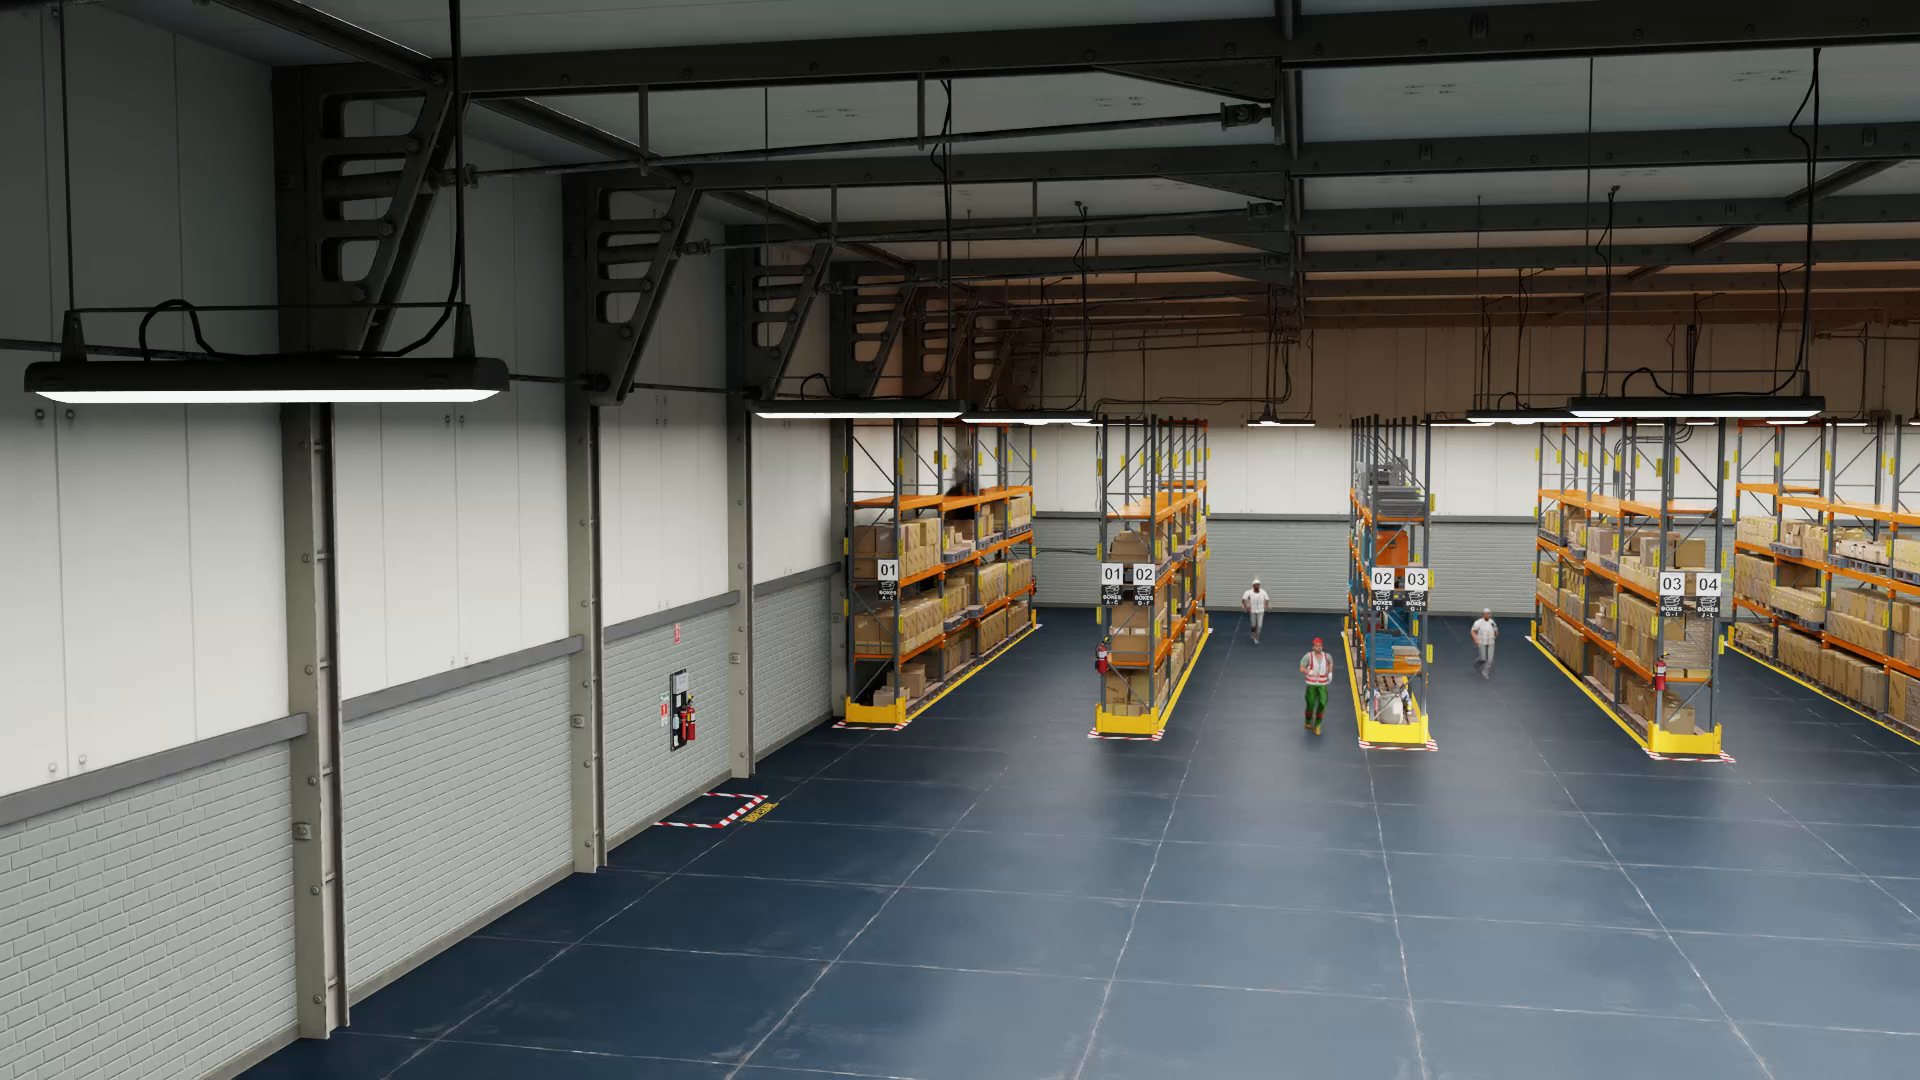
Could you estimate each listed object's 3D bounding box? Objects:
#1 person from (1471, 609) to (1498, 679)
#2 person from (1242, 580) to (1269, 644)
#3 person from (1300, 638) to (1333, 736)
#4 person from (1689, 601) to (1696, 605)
[{"bbox_3d":[12.042,2.379,38.111,0.593,1.614,0.551,0,4,-1],"label":"person"},{"bbox_3d":[7.936,1.916,44.497,0.715,1.718,0.609,0,4,-3],"label":"person"},{"bbox_3d":[6.710,2.760,31.277,0.661,1.855,0.752,0,4,2],"label":"person"},{"bbox_3d":[19.328,1.899,44.646,0.845,1.740,0.791,2,4,28],"label":"person"}]
